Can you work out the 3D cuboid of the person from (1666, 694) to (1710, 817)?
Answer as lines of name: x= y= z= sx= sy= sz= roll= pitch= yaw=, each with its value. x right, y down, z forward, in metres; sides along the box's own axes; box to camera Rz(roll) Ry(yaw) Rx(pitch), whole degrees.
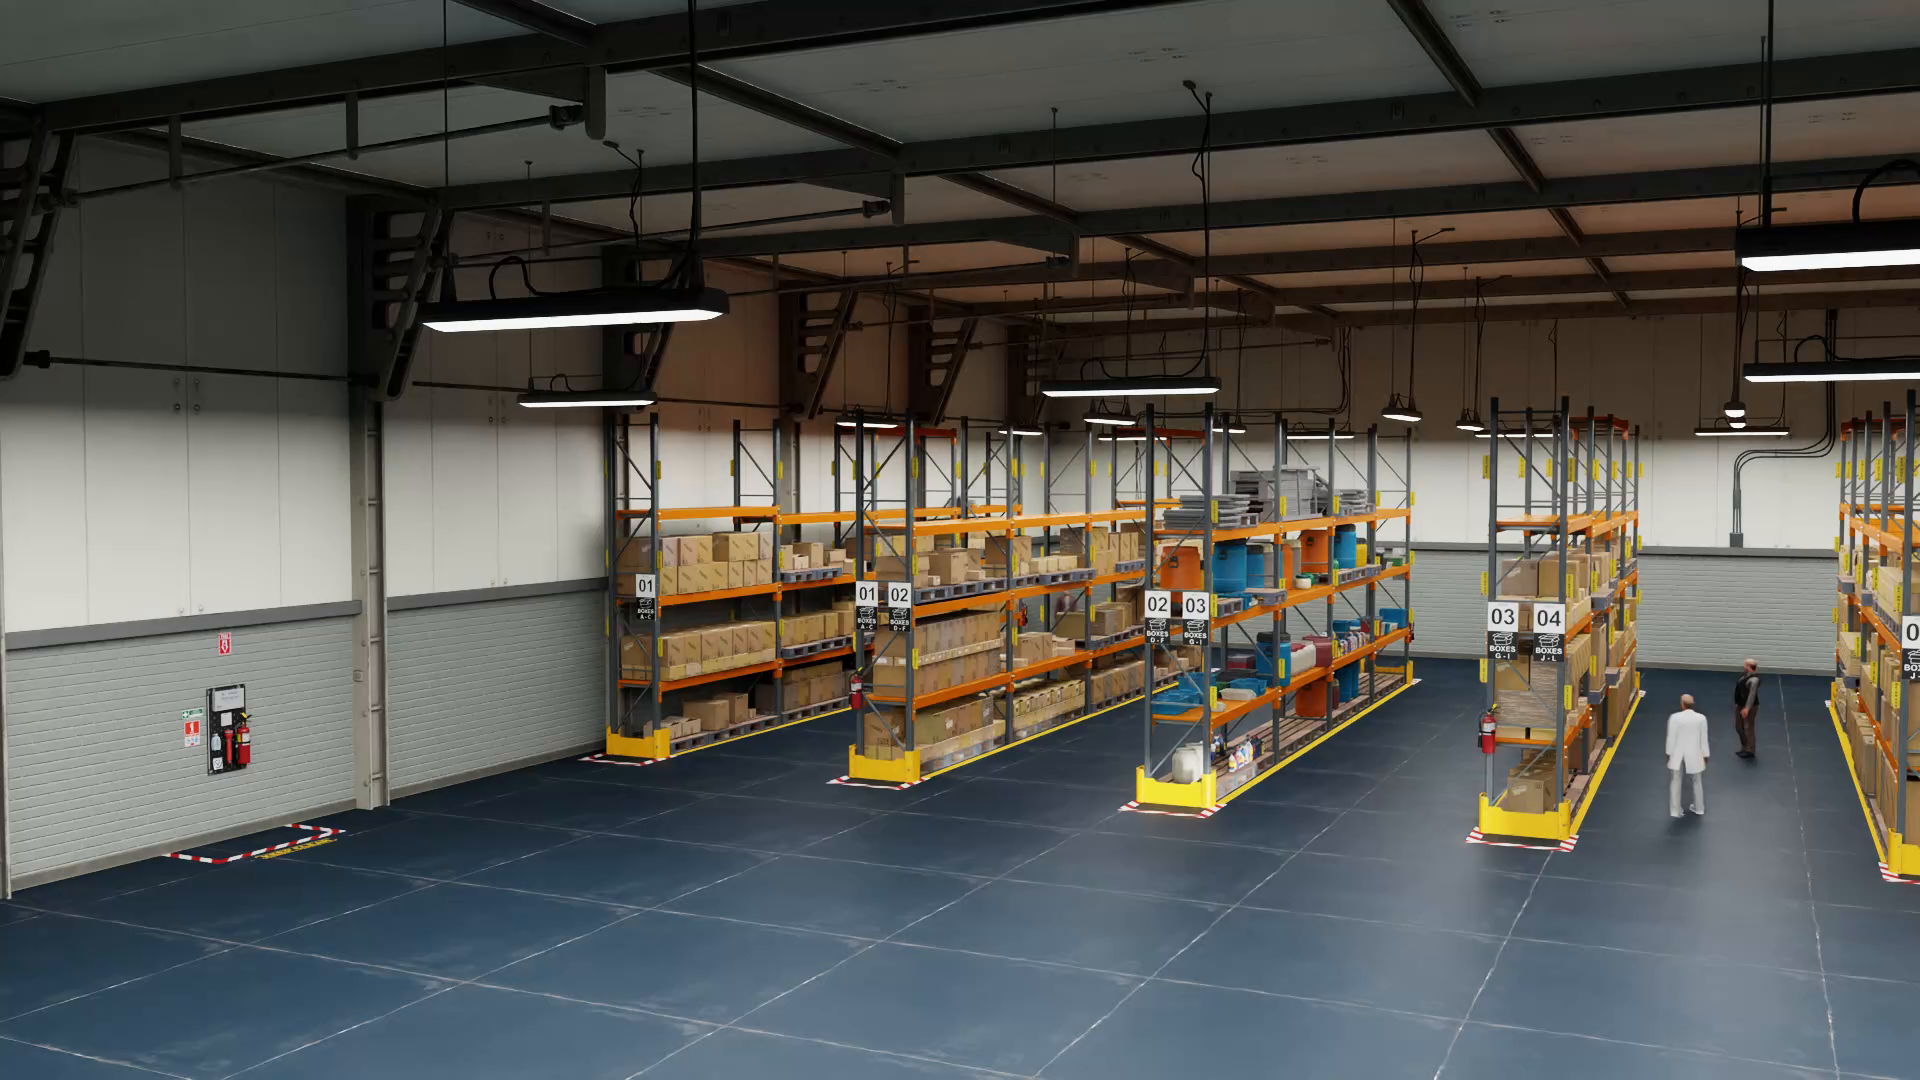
person: x=10.570 y=3.104 z=24.087 sx=0.571 sy=1.776 sz=0.658 roll=2 pitch=3 yaw=34

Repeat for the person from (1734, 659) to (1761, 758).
person: x=13.744 y=2.934 z=29.096 sx=0.406 sy=1.734 sz=0.617 roll=0 pitch=2 yaw=1

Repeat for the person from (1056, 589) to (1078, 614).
person: x=2.960 y=2.172 z=45.873 sx=0.651 sy=1.774 sz=0.507 roll=0 pitch=2 yaw=-9
